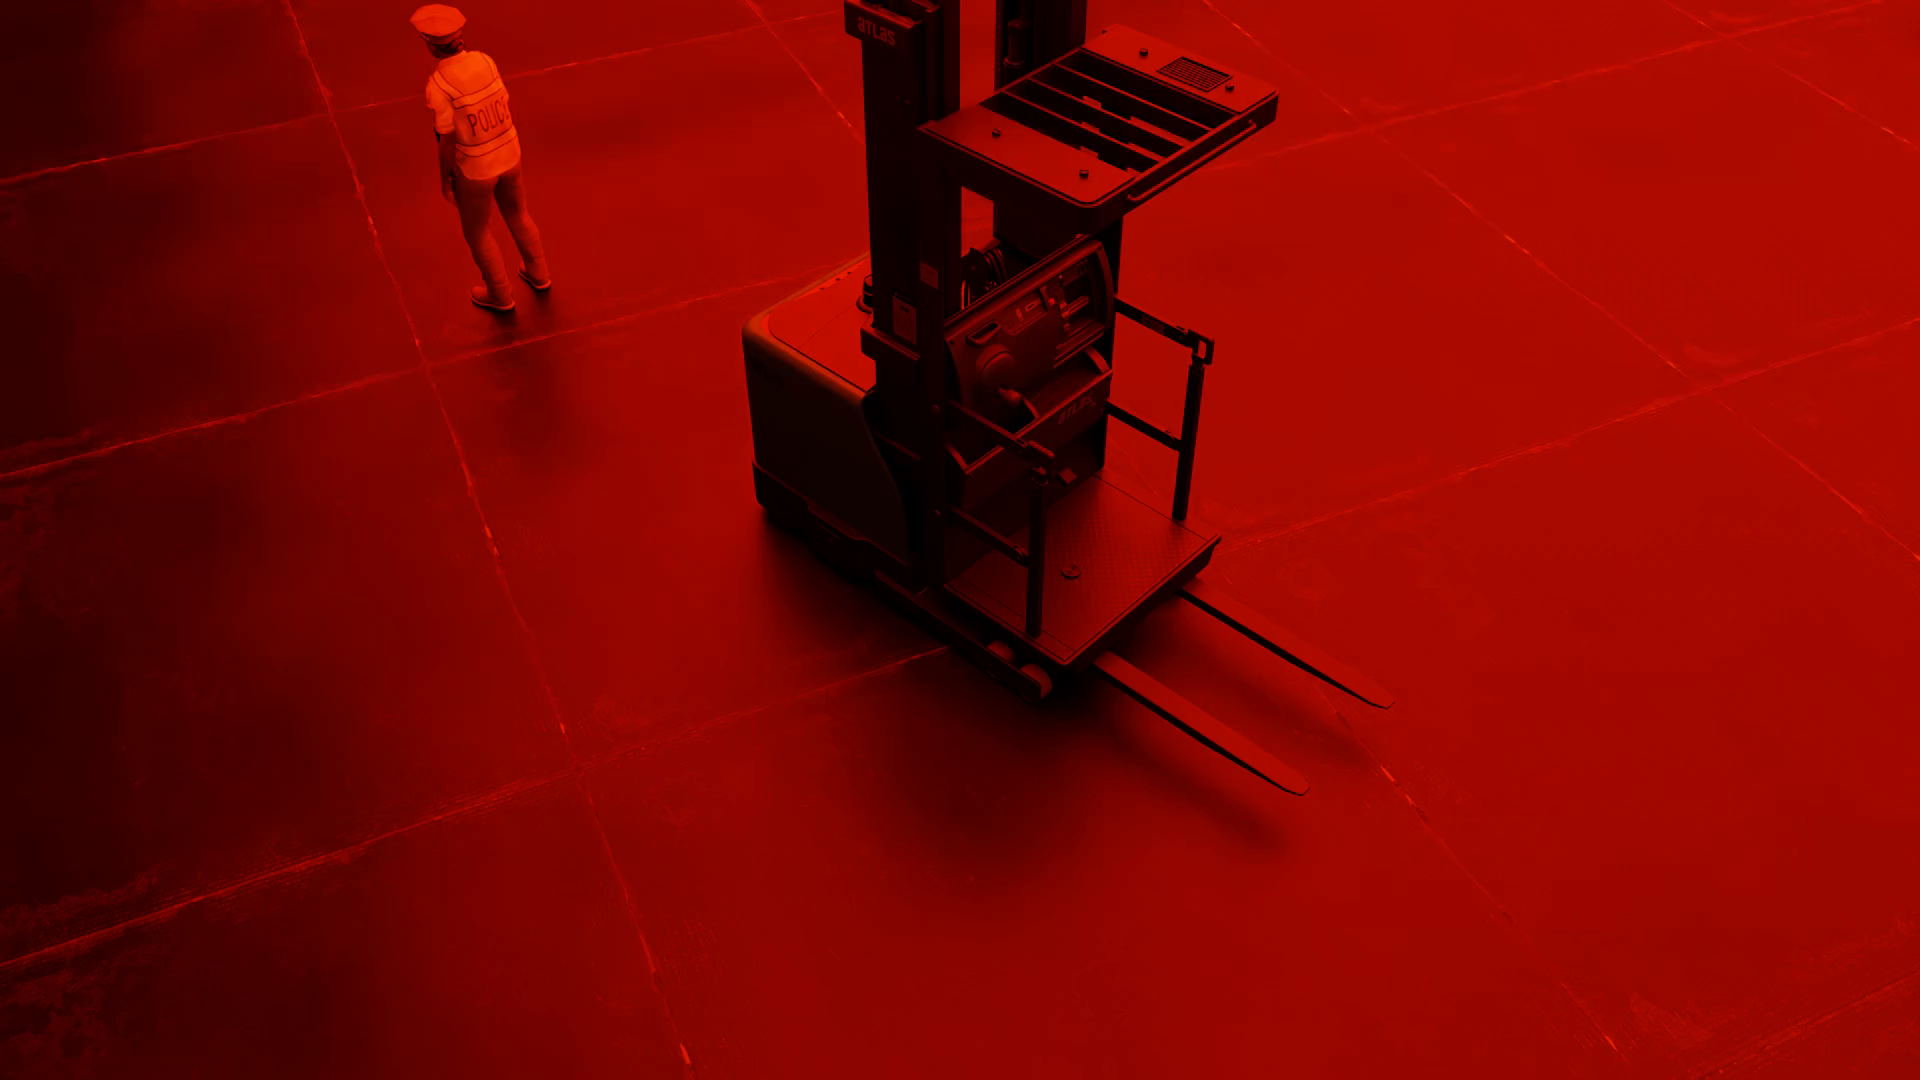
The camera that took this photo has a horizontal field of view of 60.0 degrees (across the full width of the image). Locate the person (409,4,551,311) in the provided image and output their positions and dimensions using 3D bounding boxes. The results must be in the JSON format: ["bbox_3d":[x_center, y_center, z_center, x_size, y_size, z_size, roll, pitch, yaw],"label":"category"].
[{"bbox_3d":[-2.504,-1.978,8.730,0.391,1.664,0.532,28,50,26],"label":"person"}]

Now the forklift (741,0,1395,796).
[{"bbox_3d":[0.445,-0.788,6.525,3.031,2.935,1.130,32,52,30],"label":"forklift"}]
